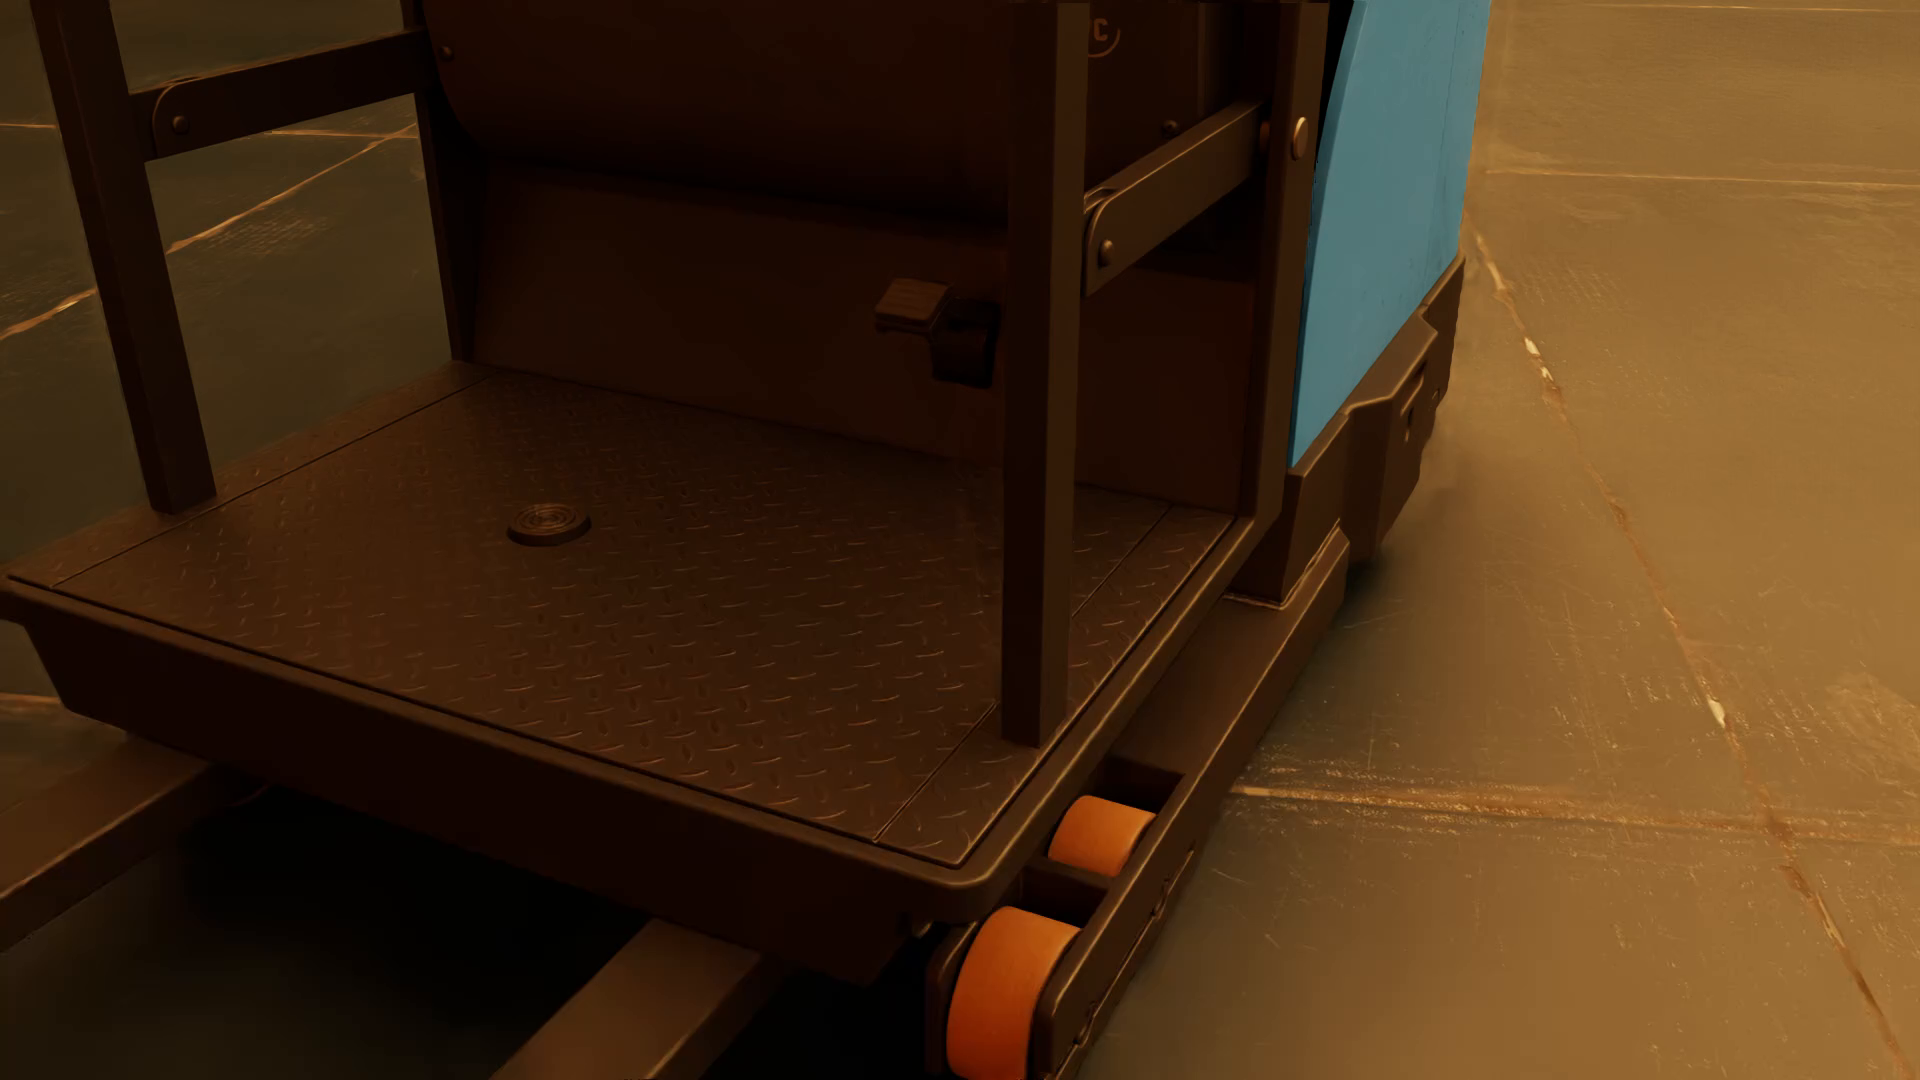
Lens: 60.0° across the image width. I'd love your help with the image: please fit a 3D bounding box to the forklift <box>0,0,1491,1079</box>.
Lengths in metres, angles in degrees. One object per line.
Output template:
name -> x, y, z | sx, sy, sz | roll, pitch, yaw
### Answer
forklift -> -0.266, -1.036, 1.294 | 1.130, 2.935, 3.031 | 12, 29, 23
